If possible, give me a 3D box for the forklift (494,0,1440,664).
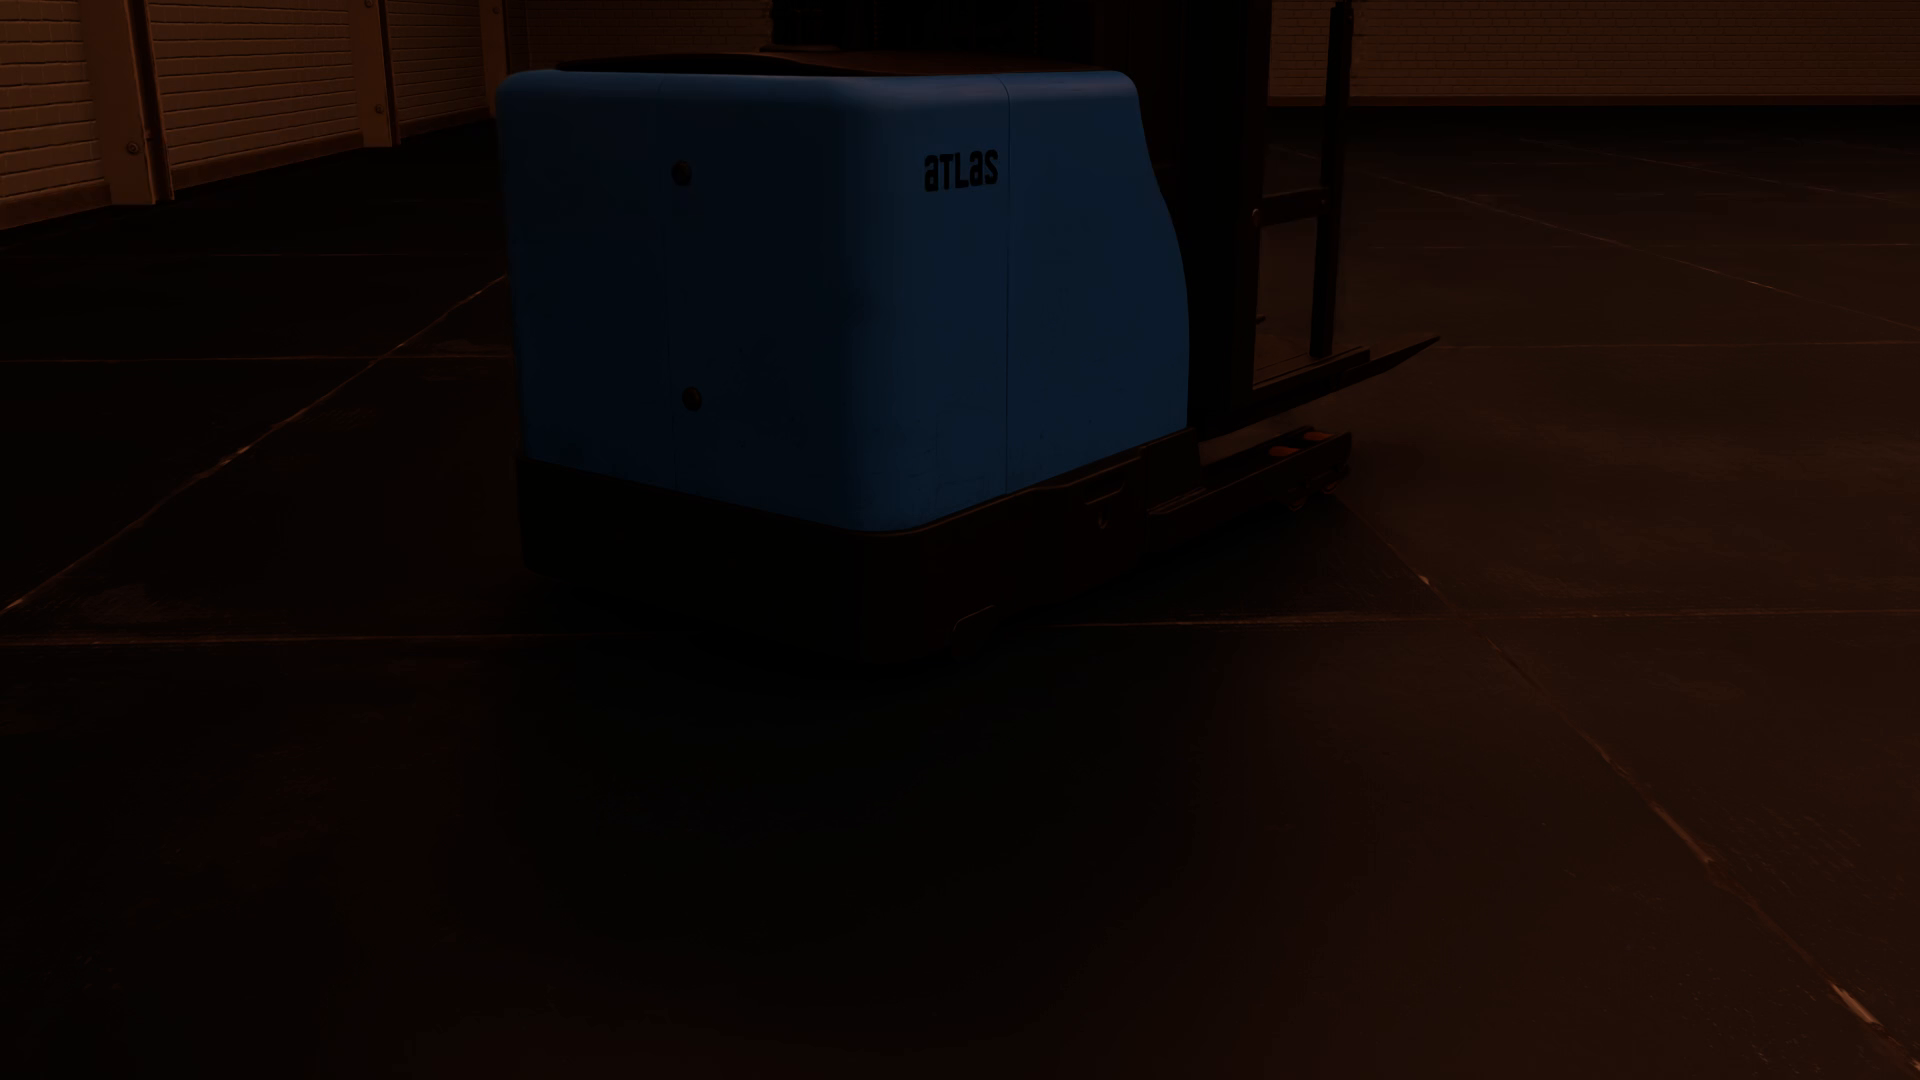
[{"bbox_3d":[0.359,-1.547,3.964,1.130,2.935,3.031,12,21,35],"label":"forklift"}]
